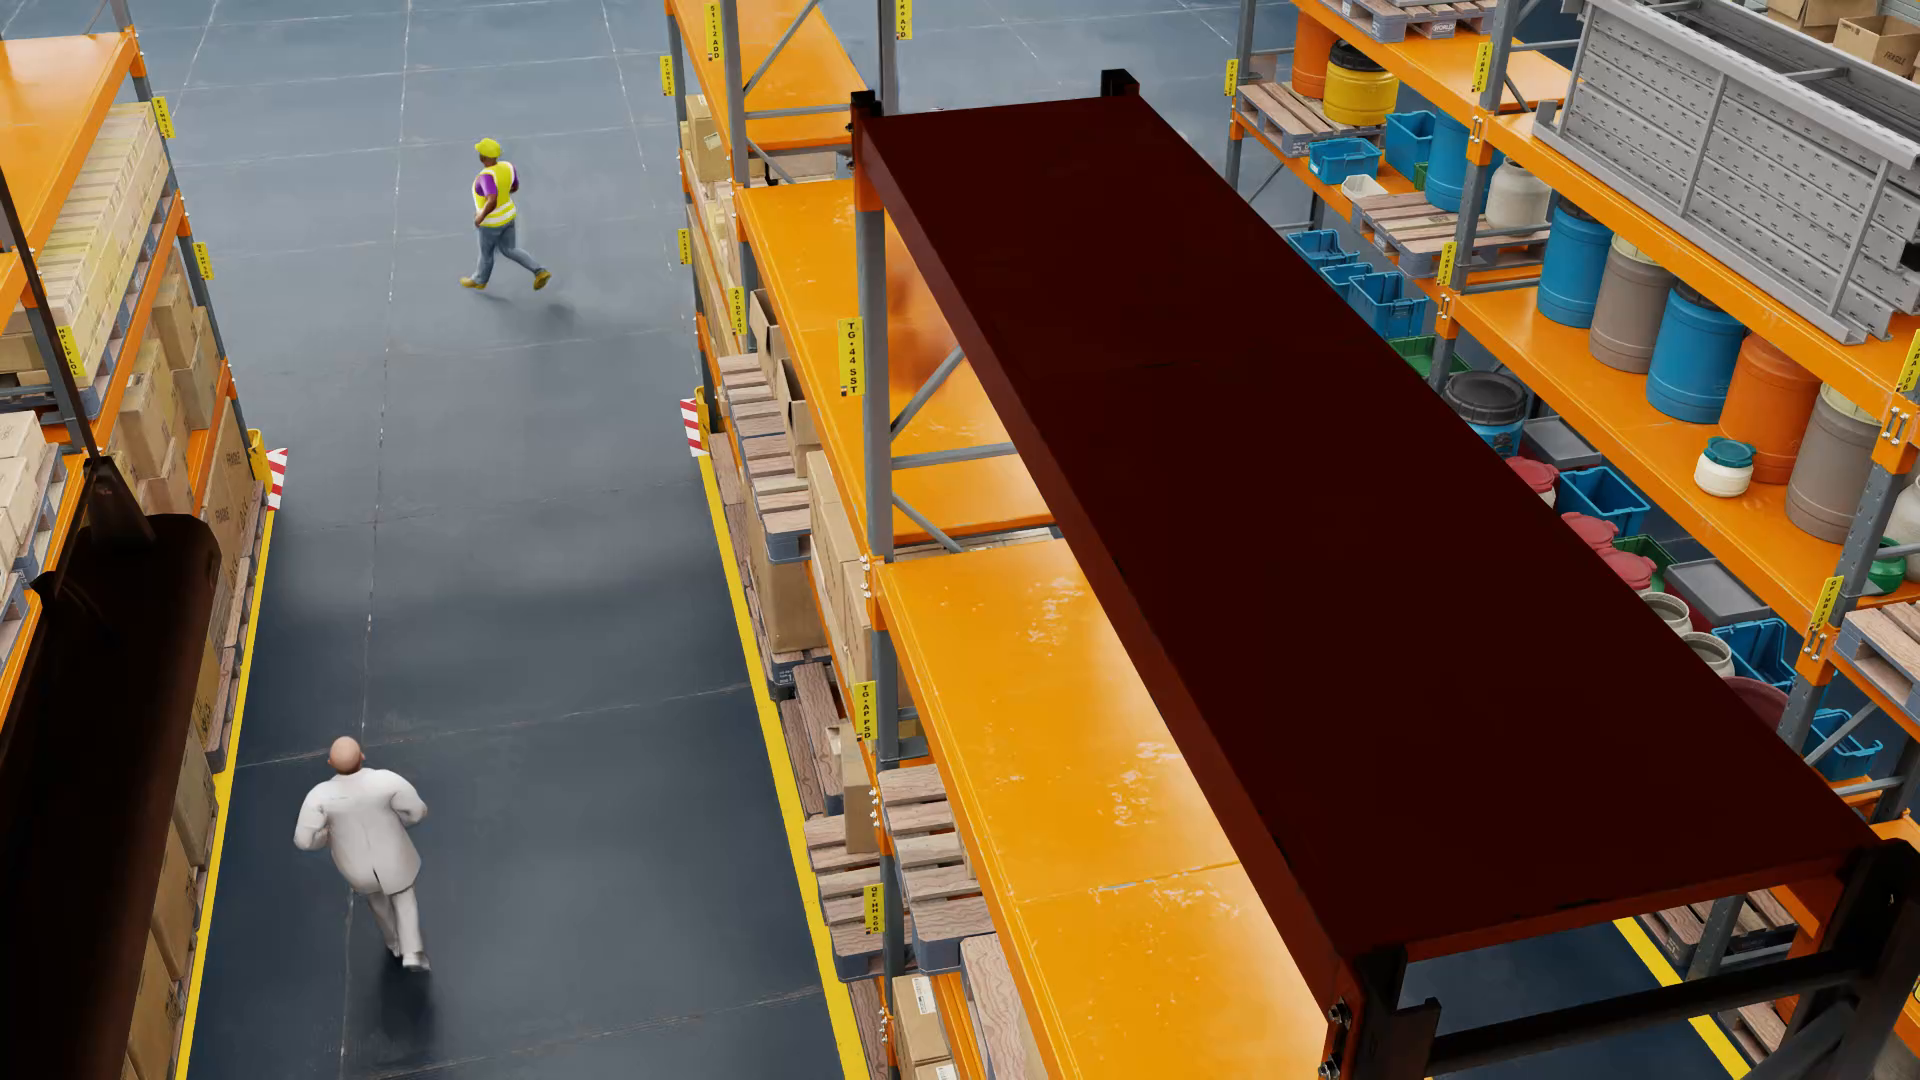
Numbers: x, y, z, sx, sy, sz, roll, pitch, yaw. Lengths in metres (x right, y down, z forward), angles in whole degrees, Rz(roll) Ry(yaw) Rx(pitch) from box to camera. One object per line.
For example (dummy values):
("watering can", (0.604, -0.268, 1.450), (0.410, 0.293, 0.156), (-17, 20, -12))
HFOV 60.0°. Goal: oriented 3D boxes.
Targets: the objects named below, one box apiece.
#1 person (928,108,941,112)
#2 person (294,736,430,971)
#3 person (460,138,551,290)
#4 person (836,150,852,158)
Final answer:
("person", (-0.237, -3.771, 18.046), (0.790, 1.852, 0.646), (12, 36, 17))
("person", (-3.461, 1.889, 9.798), (0.738, 1.765, 0.770), (-11, 36, -16))
("person", (-4.892, -3.386, 17.433), (1.098, 1.713, 0.717), (15, 37, 20))
("person", (-1.522, -5.071, 20.110), (0.698, 1.611, 0.587), (8, 35, 11))
